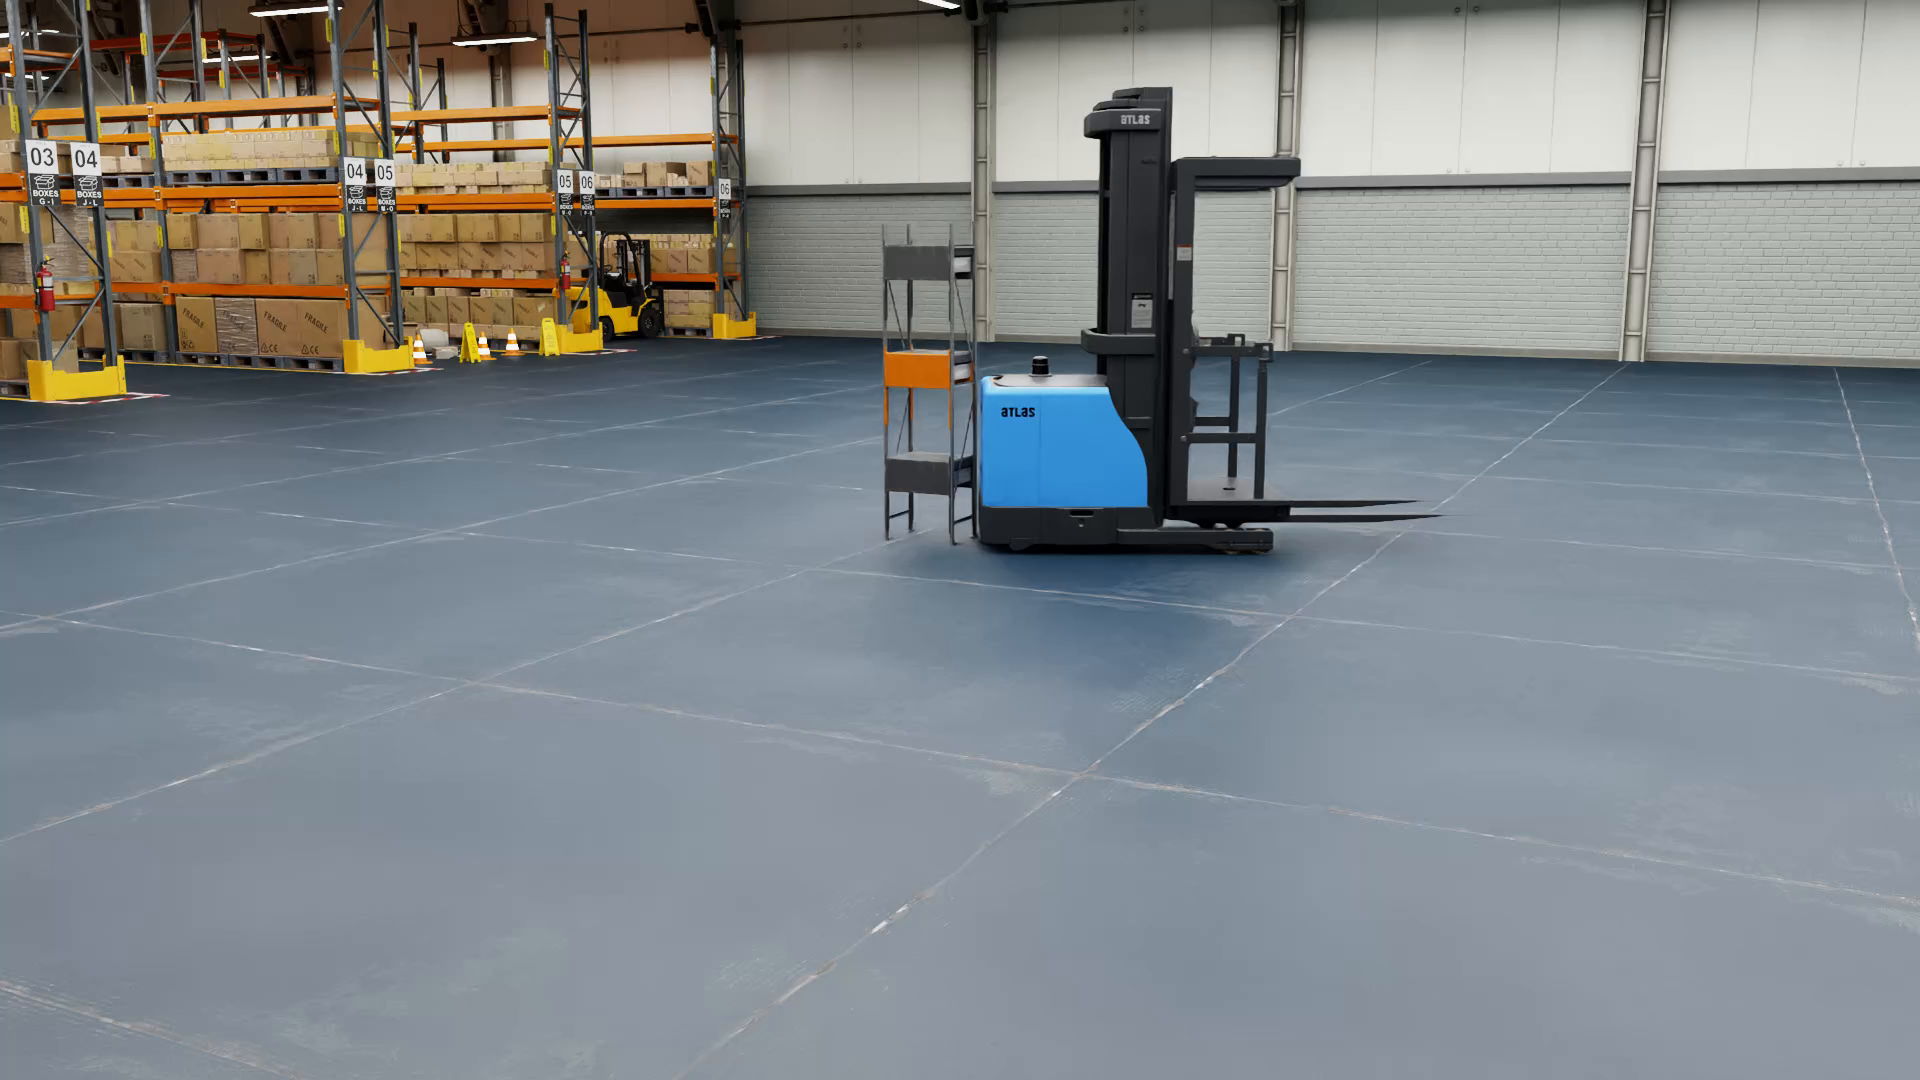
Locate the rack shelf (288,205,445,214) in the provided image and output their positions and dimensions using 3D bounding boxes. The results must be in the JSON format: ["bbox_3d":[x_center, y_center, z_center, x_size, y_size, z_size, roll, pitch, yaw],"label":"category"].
[{"bbox_3d":[-13.662,-7.600,38.397,4.000,0.370,1.077,5,11,26],"label":"rack shelf"}]

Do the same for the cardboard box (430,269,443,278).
[{"bbox_3d":[-9.626,-4.960,30.916,0.250,0.149,0.380,5,12,28],"label":"cardboard box"}]

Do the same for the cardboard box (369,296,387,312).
[{"bbox_3d":[-13.257,-5.378,38.361,0.500,0.500,0.500,6,12,28],"label":"cardboard box"}]

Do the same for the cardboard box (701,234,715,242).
[{"bbox_3d":[-5.109,-6.199,34.123,0.250,0.149,0.380,5,11,26],"label":"cardboard box"}]

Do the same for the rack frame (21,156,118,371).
[{"bbox_3d":[-11.272,-3.314,21.119,0.127,3.000,1.000,5,11,26],"label":"rack frame"}]

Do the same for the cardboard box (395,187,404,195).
[{"bbox_3d":[-10.301,-6.500,31.005,0.250,0.149,0.380,5,11,25],"label":"cardboard box"}]

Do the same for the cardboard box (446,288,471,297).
[{"bbox_3d":[-9.275,-4.584,30.749,0.250,0.149,0.380,6,12,29],"label":"cardboard box"}]

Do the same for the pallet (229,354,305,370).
[{"bbox_3d":[-10.828,-2.873,26.512,1.213,0.211,1.003,5,11,26],"label":"pallet"}]

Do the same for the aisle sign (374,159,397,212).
[{"bbox_3d":[-8.790,-5.420,25.454,0.004,0.787,0.394,5,11,26],"label":"aisle sign"}]

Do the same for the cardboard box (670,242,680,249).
[{"bbox_3d":[-5.794,-6.108,34.453,0.250,0.149,0.380,5,11,25],"label":"cardboard box"}]

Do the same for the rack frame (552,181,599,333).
[{"bbox_3d":[-6.887,-4.897,29.864,0.127,3.000,1.000,5,11,26],"label":"rack frame"}]

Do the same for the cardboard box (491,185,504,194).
[{"bbox_3d":[-8.234,-6.316,29.989,0.250,0.149,0.380,5,11,25],"label":"cardboard box"}]

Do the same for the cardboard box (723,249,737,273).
[{"bbox_3d":[-5.015,-5.822,34.698,0.500,0.500,0.500,5,12,28],"label":"cardboard box"}]

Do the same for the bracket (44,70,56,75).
[{"bbox_3d":[-23.716,-12.193,43.226,0.430,0.232,0.235,5,11,26],"label":"bracket"}]

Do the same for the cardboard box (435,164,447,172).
[{"bbox_3d":[-9.389,-6.805,30.453,0.250,0.149,0.380,5,11,24],"label":"cardboard box"}]

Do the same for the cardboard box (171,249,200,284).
[{"bbox_3d":[-12.238,-4.460,27.030,0.550,0.550,0.875,5,11,26],"label":"cardboard box"}]

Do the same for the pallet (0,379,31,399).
[{"bbox_3d":[-12.053,-2.018,21.785,1.213,0.211,1.003,5,11,26],"label":"pallet"}]

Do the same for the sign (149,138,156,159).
[{"bbox_3d":[-12.805,-6.211,26.369,0.005,0.325,0.100,5,11,26],"label":"sign"}]

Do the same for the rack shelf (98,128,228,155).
[{"bbox_3d":[-15.855,-8.086,33.783,4.000,0.370,1.077,5,11,26],"label":"rack shelf"}]

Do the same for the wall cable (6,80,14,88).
[{"bbox_3d":[-24.860,-10.093,41.625,0.133,3.039,2.988,5,11,26],"label":"wall cable"}]

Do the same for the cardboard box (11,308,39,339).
[{"bbox_3d":[-15.655,-3.766,28.753,0.750,0.750,1.050,5,11,25],"label":"cardboard box"}]

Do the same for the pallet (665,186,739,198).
[{"bbox_3d":[-5.317,-7.182,34.317,1.213,0.211,1.003,5,11,26],"label":"pallet"}]

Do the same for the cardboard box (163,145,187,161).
[{"bbox_3d":[-12.259,-6.135,26.407,0.500,0.250,0.500,5,11,26],"label":"cardboard box"}]

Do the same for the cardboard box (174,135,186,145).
[{"bbox_3d":[-12.168,-6.311,26.263,0.250,0.149,0.380,5,11,25],"label":"cardboard box"}]

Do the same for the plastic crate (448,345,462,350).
[{"bbox_3d":[-9.429,-3.521,30.458,0.583,0.080,0.402,1,10,6],"label":"plastic crate"}]

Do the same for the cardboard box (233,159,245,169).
[{"bbox_3d":[-11.034,-5.819,25.782,0.250,0.149,0.380,5,11,27],"label":"cardboard box"}]

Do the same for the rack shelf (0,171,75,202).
[{"bbox_3d":[-13.066,-4.594,21.787,4.000,0.370,1.077,5,11,26],"label":"rack shelf"}]

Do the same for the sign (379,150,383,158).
[{"bbox_3d":[-10.717,-7.047,30.766,0.005,0.325,0.100,5,11,26],"label":"sign"}]

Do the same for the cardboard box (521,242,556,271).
[{"bbox_3d":[-7.496,-5.091,29.822,0.500,0.500,0.500,5,11,25],"label":"cardboard box"}]

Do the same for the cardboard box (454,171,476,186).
[{"bbox_3d":[-8.837,-6.562,30.228,0.500,0.250,0.500,5,11,26],"label":"cardboard box"}]

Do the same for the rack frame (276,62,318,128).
[{"bbox_3d":[-15.456,-9.587,38.936,0.127,3.000,1.000,5,11,26],"label":"rack frame"}]

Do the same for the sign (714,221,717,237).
[{"bbox_3d":[-4.947,-6.291,33.649,0.005,0.325,0.100,5,11,26],"label":"sign"}]

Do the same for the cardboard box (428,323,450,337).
[{"bbox_3d":[-9.581,-3.936,31.095,0.500,0.250,0.500,6,12,29],"label":"cardboard box"}]

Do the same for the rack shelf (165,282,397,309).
[{"bbox_3d":[-10.780,-3.902,26.387,4.000,0.370,1.077,5,11,26],"label":"rack shelf"}]

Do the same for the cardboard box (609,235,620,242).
[{"bbox_3d":[-7.189,-6.370,35.065,0.250,0.149,0.380,5,11,25],"label":"cardboard box"}]

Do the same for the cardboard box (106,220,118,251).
[{"bbox_3d":[-13.937,-5.073,27.749,0.500,0.500,0.700,5,11,26],"label":"cardboard box"}]

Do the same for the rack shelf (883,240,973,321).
[{"bbox_3d":[-0.198,-1.720,10.986,0.480,0.518,0.431,5,11,24],"label":"rack shelf"}]

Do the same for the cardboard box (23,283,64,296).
[{"bbox_3d":[-11.619,-3.180,21.083,0.250,0.149,0.380,5,11,26],"label":"cardboard box"}]

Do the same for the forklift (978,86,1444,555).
[{"bbox_3d":[1.647,-1.442,10.966,3.031,2.935,1.130,0,10,-1],"label":"forklift"}]

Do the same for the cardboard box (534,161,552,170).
[{"bbox_3d":[-7.321,-6.621,29.435,0.250,0.149,0.380,5,11,26],"label":"cardboard box"}]

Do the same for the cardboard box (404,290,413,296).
[{"bbox_3d":[-12.423,-5.615,37.848,0.250,0.149,0.380,4,11,23],"label":"cardboard box"}]

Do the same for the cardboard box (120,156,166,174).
[{"bbox_3d":[-13.278,-6.102,27.060,0.500,0.250,0.500,5,11,26],"label":"cardboard box"}]

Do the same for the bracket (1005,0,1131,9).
[{"bbox_3d":[3.002,-9.845,30.254,4.783,0.066,0.076,5,11,26],"label":"bracket"}]

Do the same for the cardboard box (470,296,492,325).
[{"bbox_3d":[-8.640,-4.222,30.574,0.500,0.500,0.500,5,11,24],"label":"cardboard box"}]

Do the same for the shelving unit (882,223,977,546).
[{"bbox_3d":[-0.198,-1.045,11.109,0.503,2.100,0.431,5,11,24],"label":"shelving unit"}]

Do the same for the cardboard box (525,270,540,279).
[{"bbox_3d":[-7.593,-4.771,29.873,0.250,0.149,0.380,5,11,25],"label":"cardboard box"}]

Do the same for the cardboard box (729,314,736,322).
[{"bbox_3d":[-5.048,-4.613,34.840,0.500,0.250,0.500,5,11,26],"label":"cardboard box"}]

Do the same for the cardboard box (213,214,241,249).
[{"bbox_3d":[-11.290,-4.895,26.400,0.550,0.550,0.875,5,11,26],"label":"cardboard box"}]

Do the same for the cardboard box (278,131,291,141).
[{"bbox_3d":[-10.125,-6.132,25.270,0.250,0.149,0.380,5,12,27],"label":"cardboard box"}]

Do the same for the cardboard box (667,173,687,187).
[{"bbox_3d":[-5.799,-7.392,34.148,0.258,0.266,0.396,5,11,26],"label":"cardboard box"}]

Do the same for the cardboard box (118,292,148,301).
[{"bbox_3d":[-17.057,-4.967,35.041,0.875,0.875,0.875,5,12,28],"label":"cardboard box"}]
